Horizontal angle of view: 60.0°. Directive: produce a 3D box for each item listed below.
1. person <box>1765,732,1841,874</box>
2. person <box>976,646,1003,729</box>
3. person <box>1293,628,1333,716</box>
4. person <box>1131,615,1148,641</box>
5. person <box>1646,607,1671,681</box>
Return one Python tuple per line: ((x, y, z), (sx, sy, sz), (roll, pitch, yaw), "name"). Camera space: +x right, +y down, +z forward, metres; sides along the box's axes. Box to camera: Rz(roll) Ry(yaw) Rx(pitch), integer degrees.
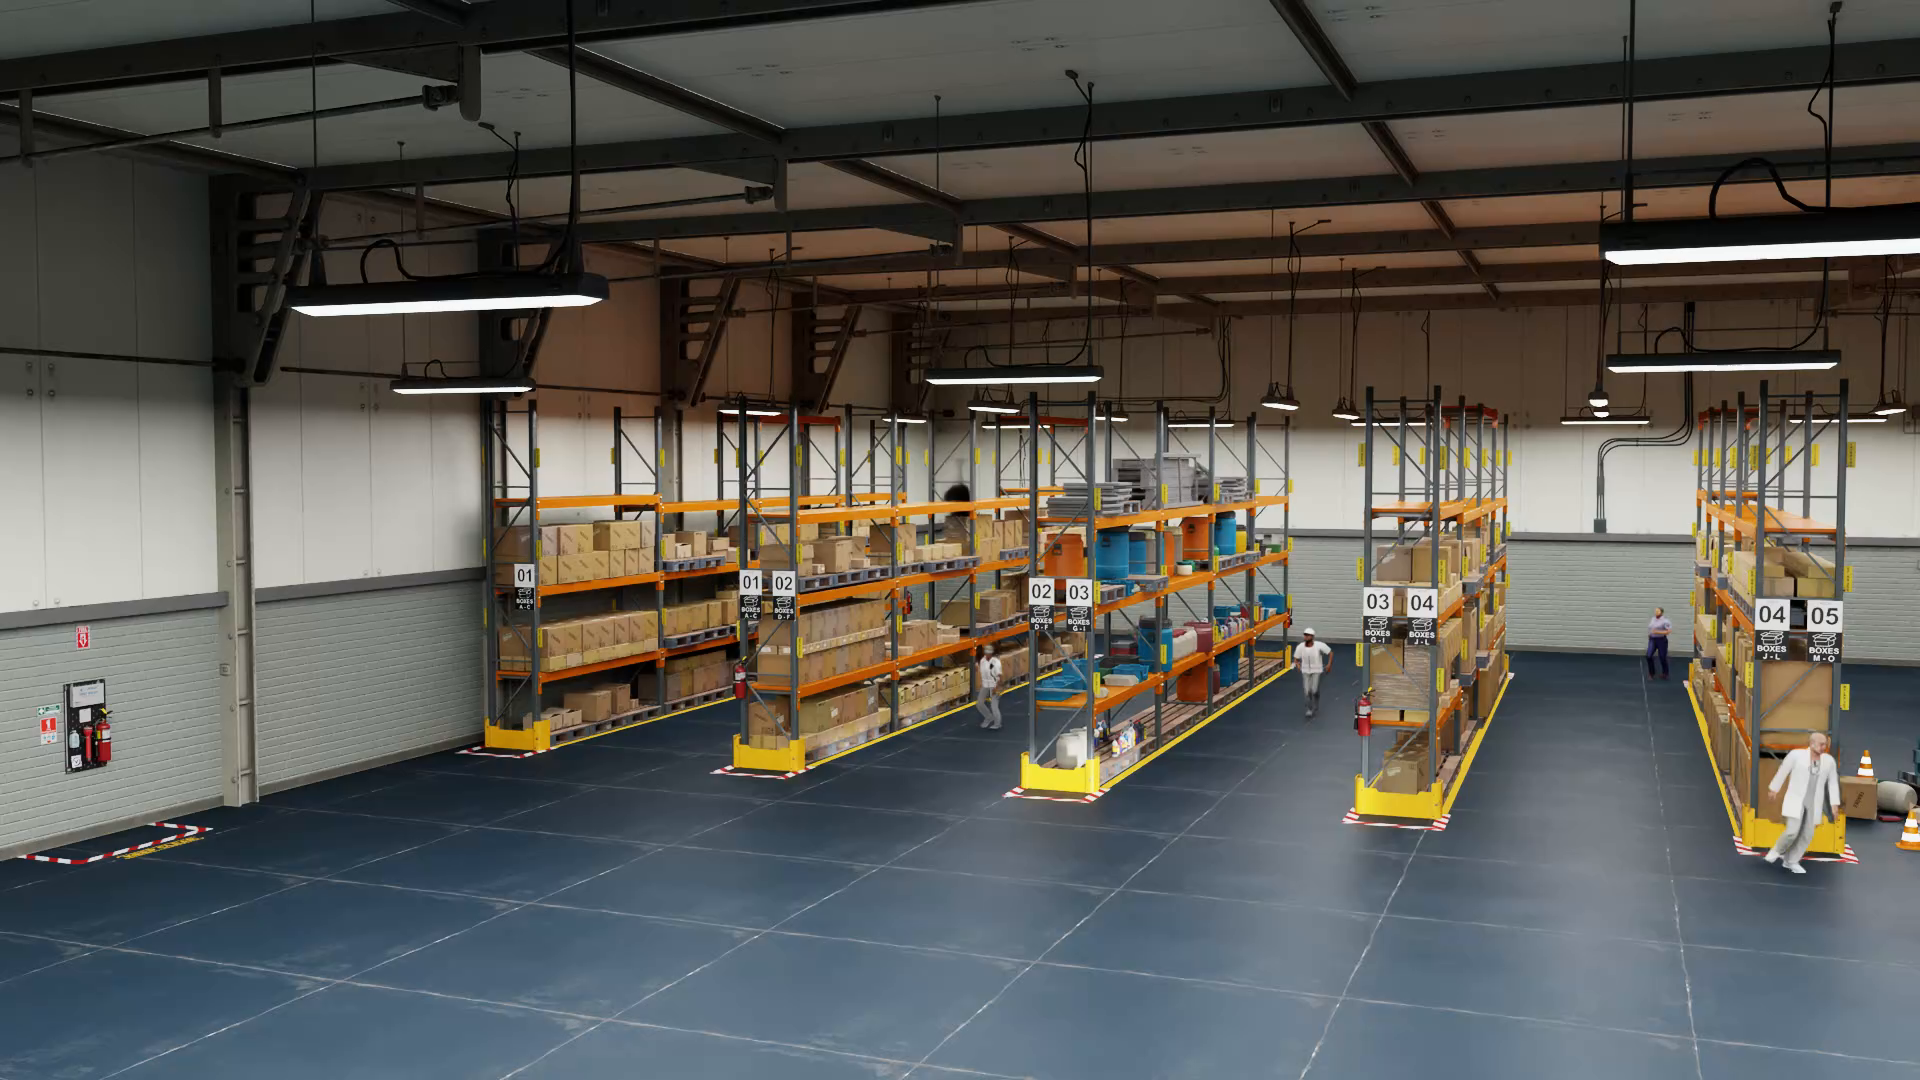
((10.139, 3.184, 20.033), (0.735, 1.671, 0.610), (0, 3, 3), "person")
((0.574, 2.699, 30.432), (0.545, 1.565, 0.658), (1, 3, 28), "person")
((6.782, 2.558, 32.074), (0.731, 1.712, 0.665), (1, 3, 26), "person")
((4.223, 2.406, 38.927), (0.535, 1.399, 1.043), (0, 3, -6), "person")
((15.735, 2.350, 37.392), (0.718, 1.693, 0.579), (-3, 4, -42), "person")
